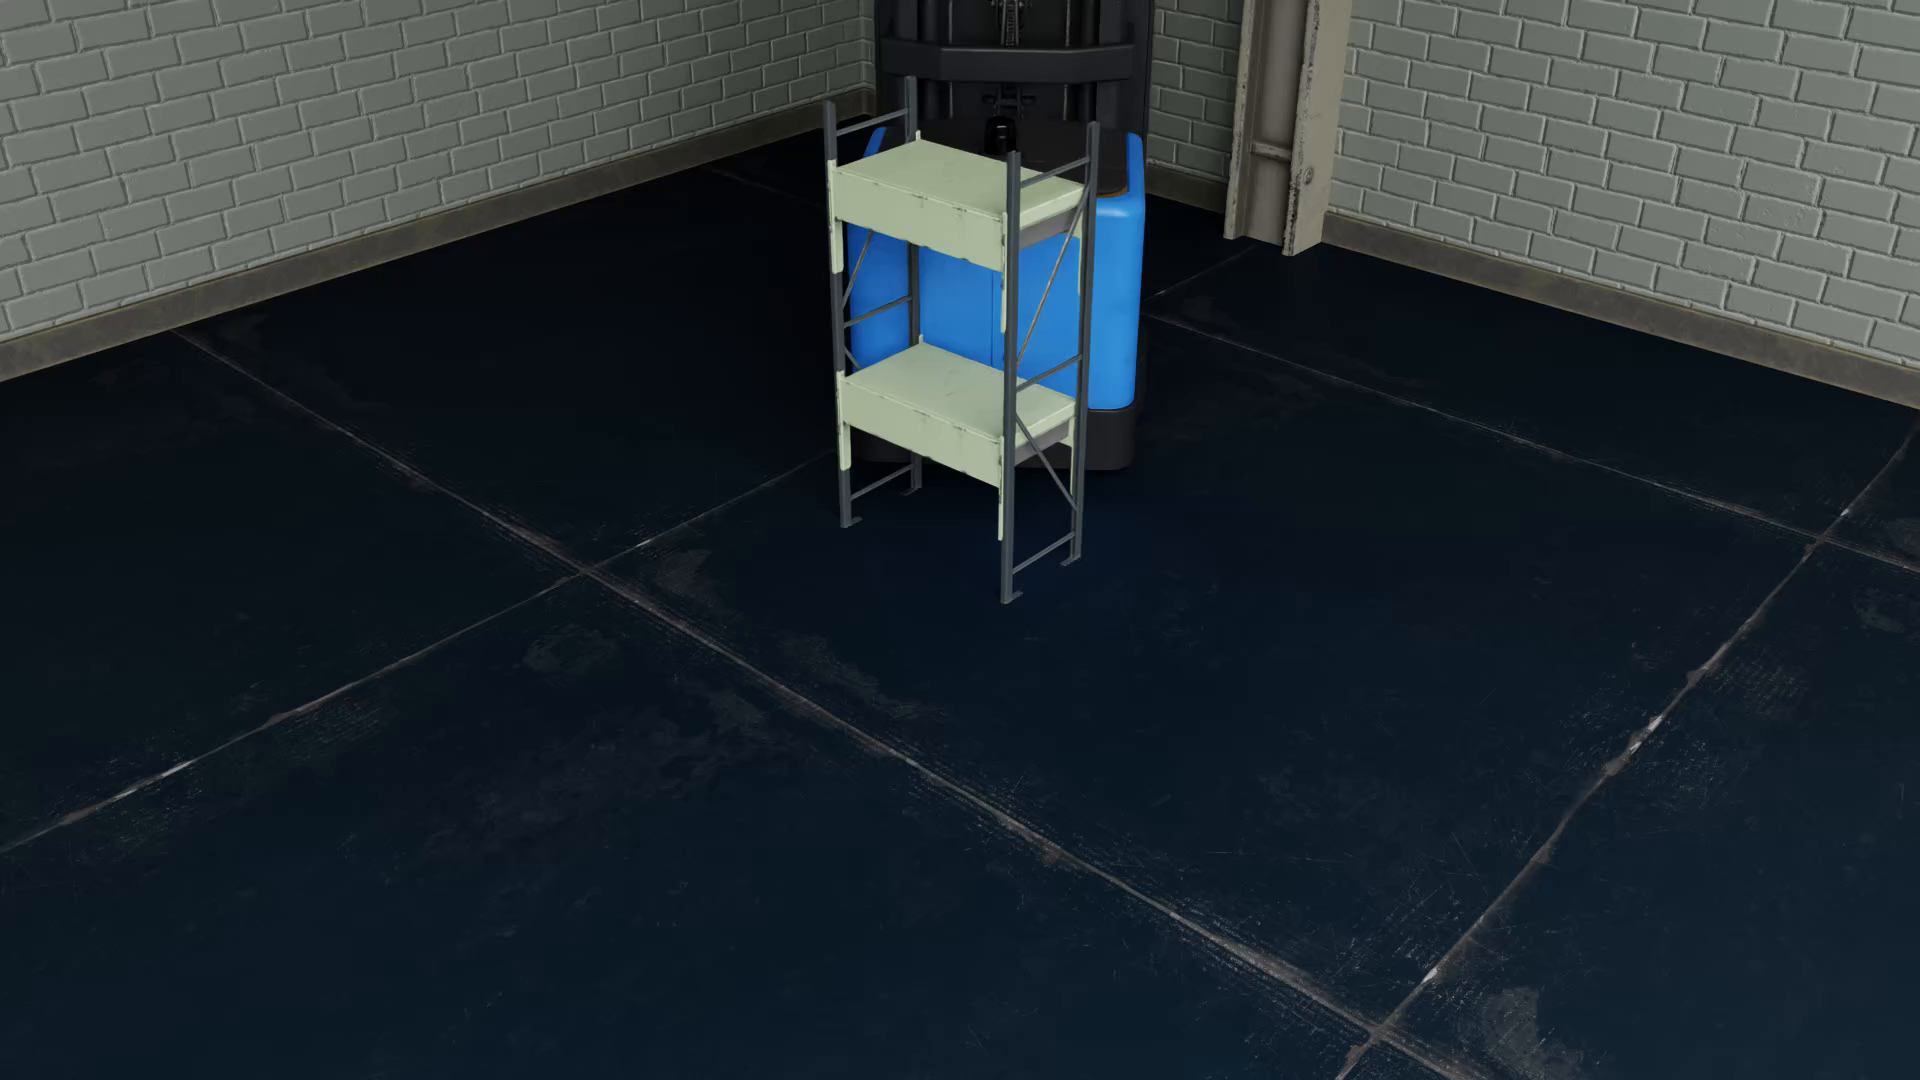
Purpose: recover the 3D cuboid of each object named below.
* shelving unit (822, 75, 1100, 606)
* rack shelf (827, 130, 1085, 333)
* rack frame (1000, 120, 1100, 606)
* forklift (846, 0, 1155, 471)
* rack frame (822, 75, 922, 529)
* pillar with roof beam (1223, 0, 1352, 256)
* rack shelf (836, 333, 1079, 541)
[{"bbox_3d":[-0.004,-0.635,5.351,0.755,1.500,0.431,24,39,34],"label":"shelving unit"},{"bbox_3d":[-0.004,-0.970,5.150,0.720,0.370,0.431,24,39,34],"label":"rack shelf"},{"bbox_3d":[0.271,-0.511,5.144,0.023,1.500,0.400,24,39,34],"label":"rack frame"},{"bbox_3d":[0.229,-2.240,6.630,1.130,2.935,3.031,2,31,4],"label":"forklift"},{"bbox_3d":[-0.278,-0.760,5.558,0.023,1.500,0.400,24,39,34],"label":"rack frame"},{"bbox_3d":[-1.338,-3.703,3.176,0.400,9.000,9.100,25,39,35],"label":"pillar with roof beam"},{"bbox_3d":[-0.004,-0.356,5.519,0.720,0.370,0.431,24,39,34],"label":"rack shelf"}]
